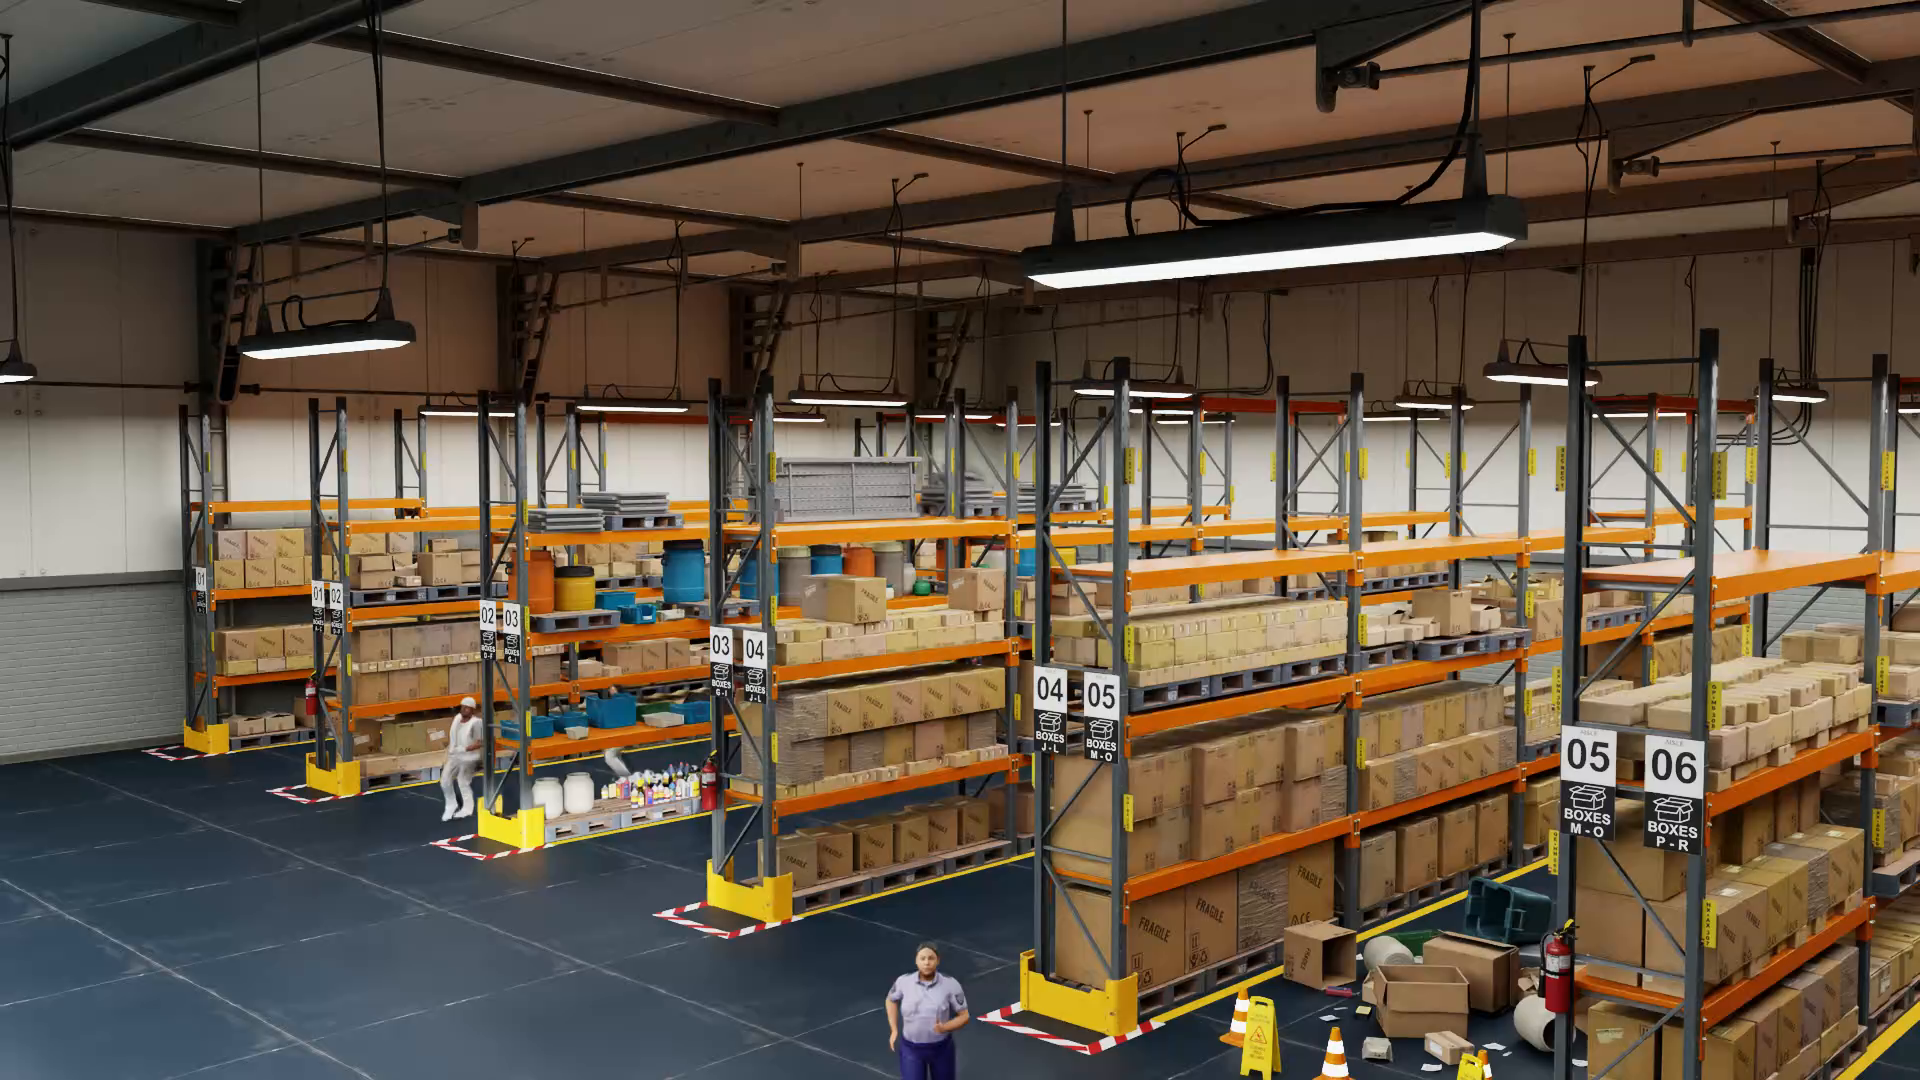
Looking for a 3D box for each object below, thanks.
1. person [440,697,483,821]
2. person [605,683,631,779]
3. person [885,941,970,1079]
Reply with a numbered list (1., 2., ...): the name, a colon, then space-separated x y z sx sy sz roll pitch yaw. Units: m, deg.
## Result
1. person: -6.943 3.068 23.249 0.680 1.768 0.640 1 3 20
2. person: -5.246 3.000 25.315 0.563 1.636 0.602 3 4 42
3. person: -0.237 3.703 11.986 0.615 1.625 0.899 0 3 0
